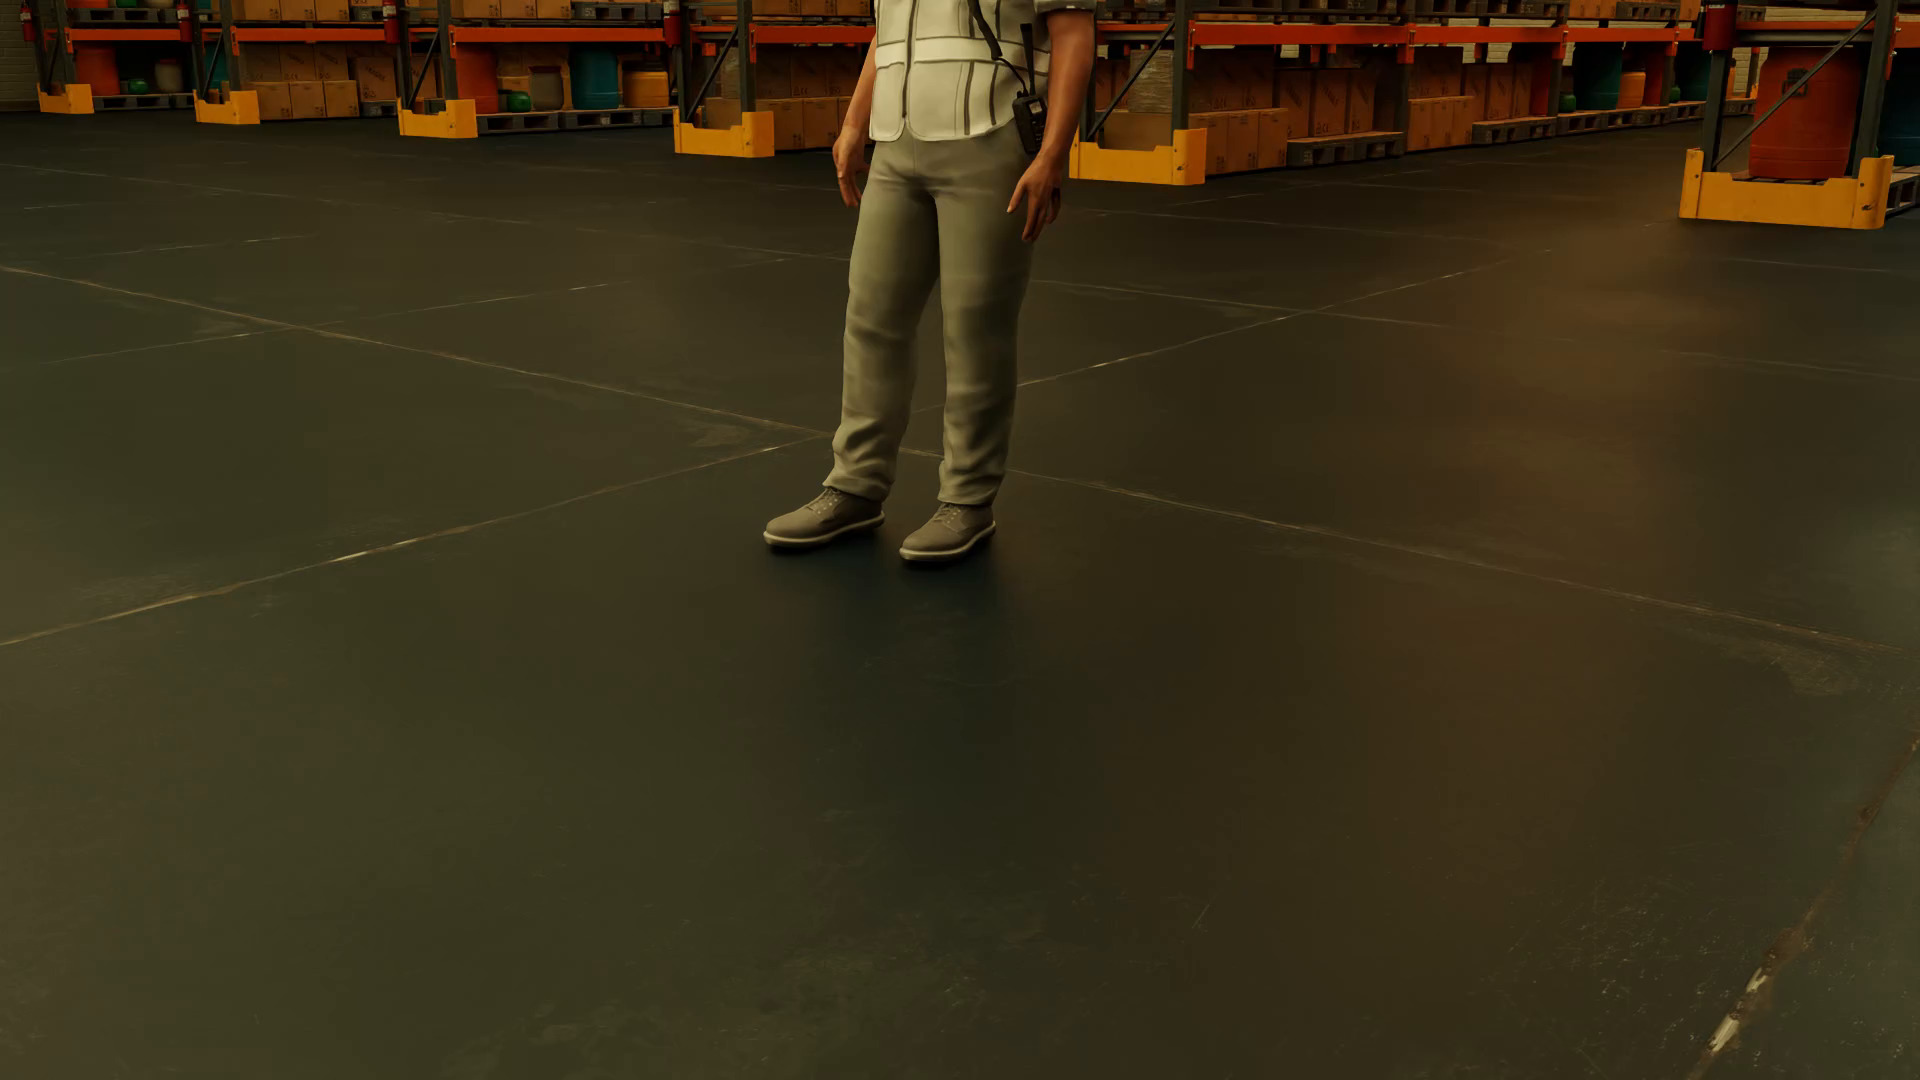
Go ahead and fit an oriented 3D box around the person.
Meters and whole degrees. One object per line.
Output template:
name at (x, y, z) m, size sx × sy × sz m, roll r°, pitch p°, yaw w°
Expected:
person at (-0.059, -0.845, 3.630) m, size 0.641 × 1.780 × 0.574 m, roll 13°, pitch 21°, yaw 37°
